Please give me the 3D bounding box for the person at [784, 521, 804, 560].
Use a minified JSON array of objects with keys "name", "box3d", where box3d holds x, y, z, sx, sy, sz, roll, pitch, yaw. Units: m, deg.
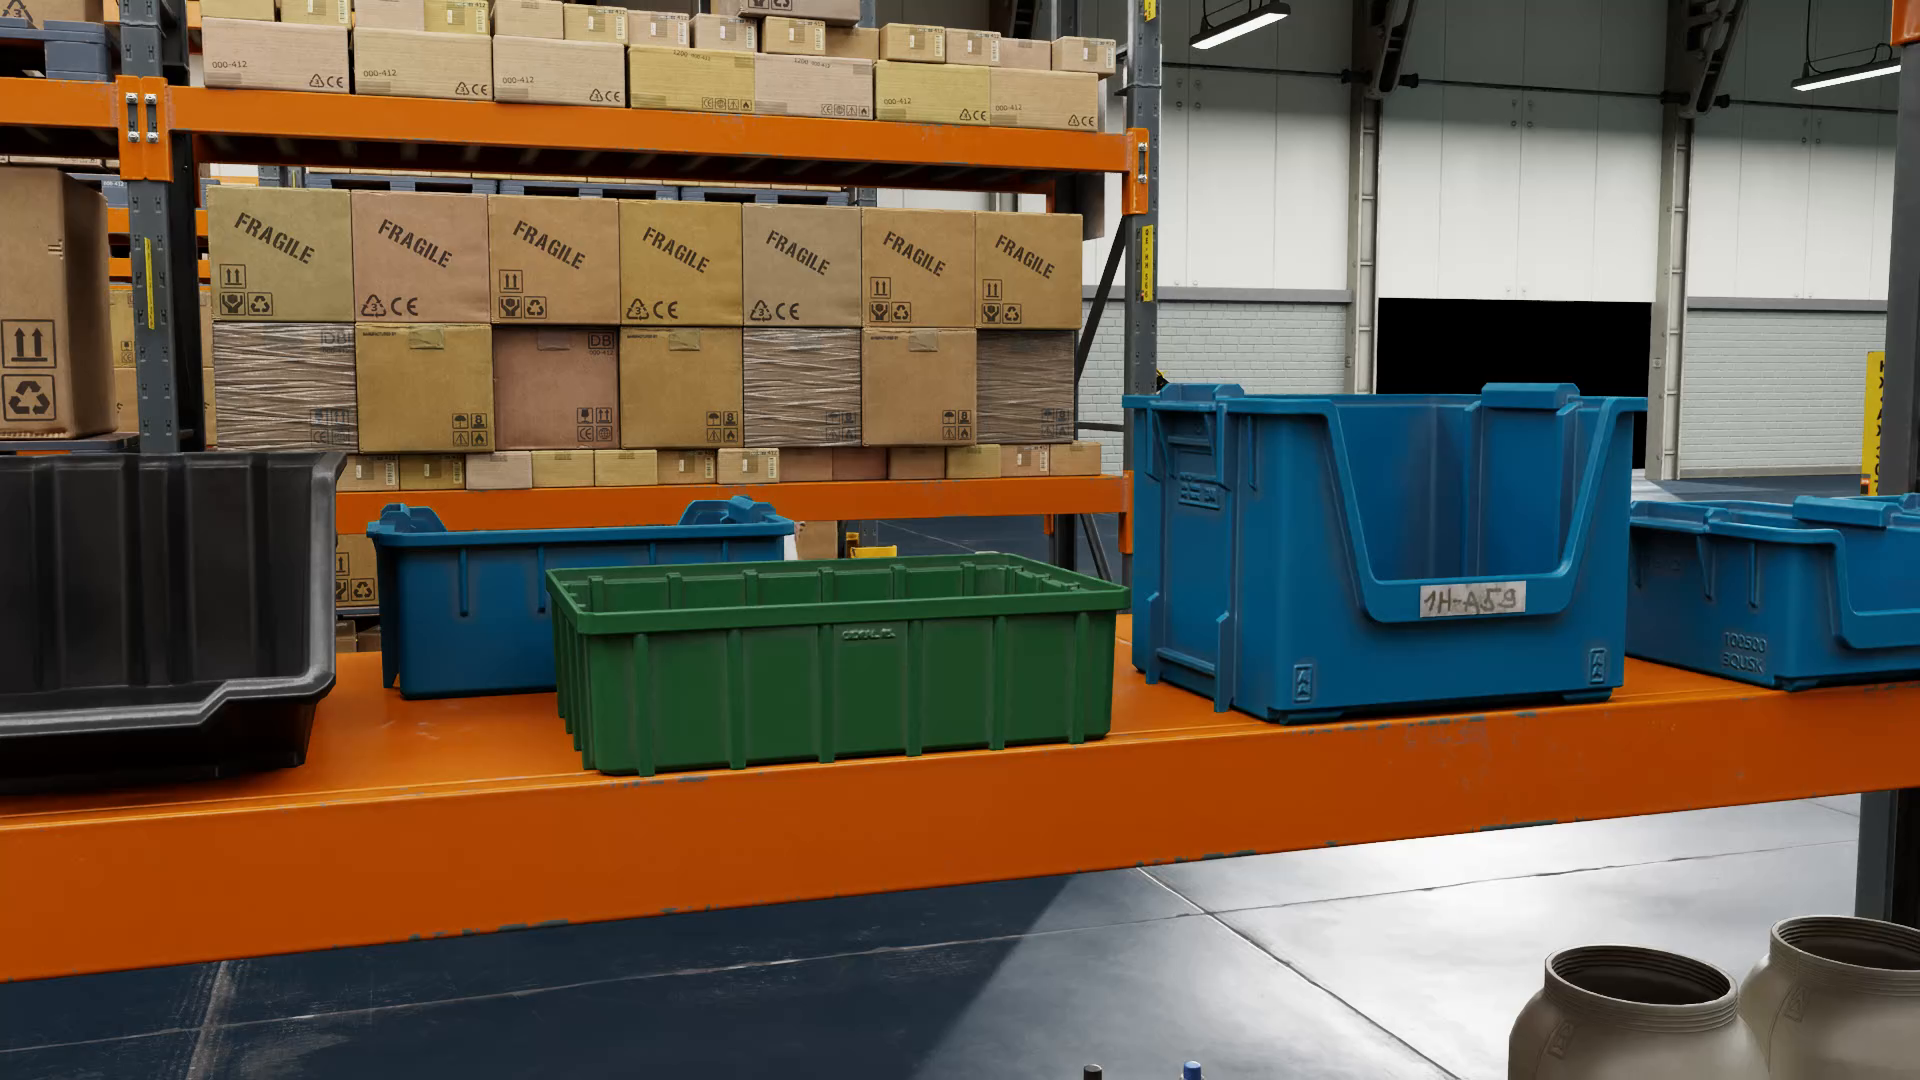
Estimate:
[{"name":"person","box3d":[-1.214,-0.083,9.603,0.652,1.773,0.422,-2,6,-22]}]
